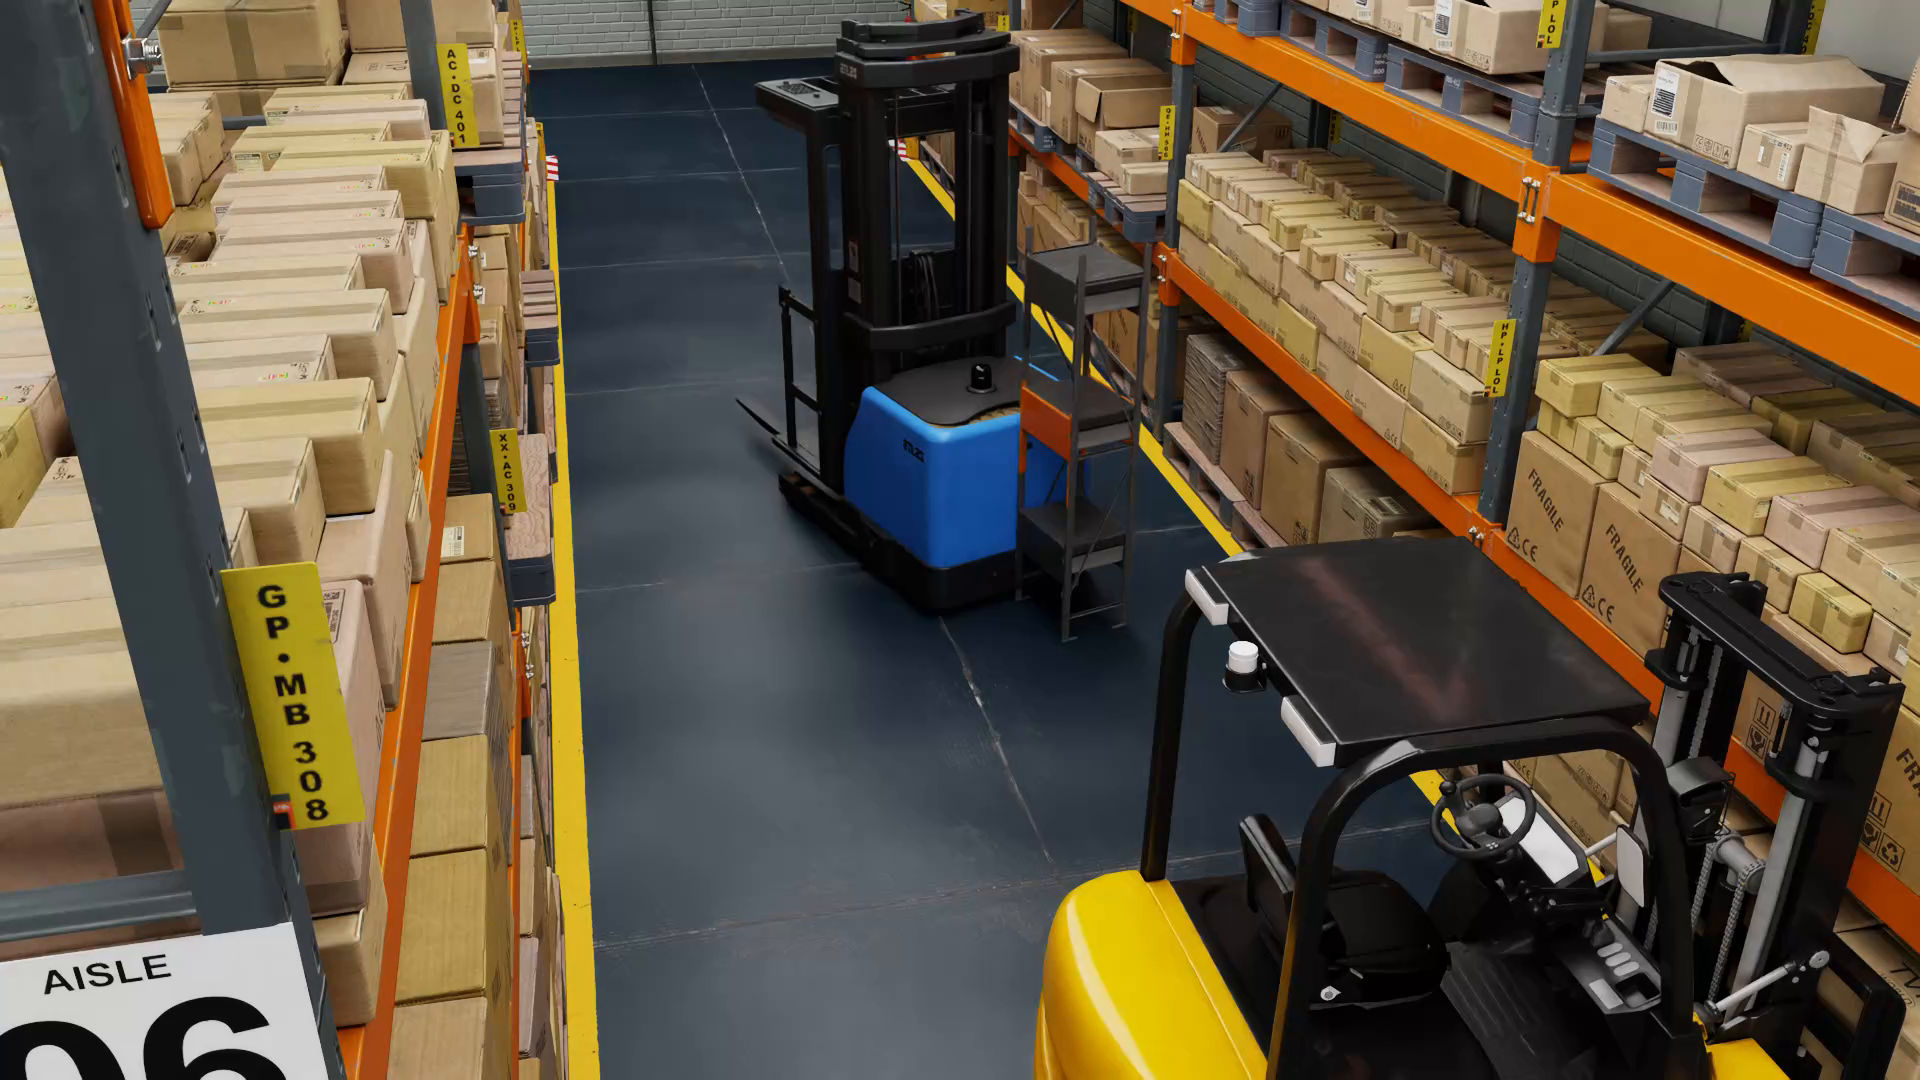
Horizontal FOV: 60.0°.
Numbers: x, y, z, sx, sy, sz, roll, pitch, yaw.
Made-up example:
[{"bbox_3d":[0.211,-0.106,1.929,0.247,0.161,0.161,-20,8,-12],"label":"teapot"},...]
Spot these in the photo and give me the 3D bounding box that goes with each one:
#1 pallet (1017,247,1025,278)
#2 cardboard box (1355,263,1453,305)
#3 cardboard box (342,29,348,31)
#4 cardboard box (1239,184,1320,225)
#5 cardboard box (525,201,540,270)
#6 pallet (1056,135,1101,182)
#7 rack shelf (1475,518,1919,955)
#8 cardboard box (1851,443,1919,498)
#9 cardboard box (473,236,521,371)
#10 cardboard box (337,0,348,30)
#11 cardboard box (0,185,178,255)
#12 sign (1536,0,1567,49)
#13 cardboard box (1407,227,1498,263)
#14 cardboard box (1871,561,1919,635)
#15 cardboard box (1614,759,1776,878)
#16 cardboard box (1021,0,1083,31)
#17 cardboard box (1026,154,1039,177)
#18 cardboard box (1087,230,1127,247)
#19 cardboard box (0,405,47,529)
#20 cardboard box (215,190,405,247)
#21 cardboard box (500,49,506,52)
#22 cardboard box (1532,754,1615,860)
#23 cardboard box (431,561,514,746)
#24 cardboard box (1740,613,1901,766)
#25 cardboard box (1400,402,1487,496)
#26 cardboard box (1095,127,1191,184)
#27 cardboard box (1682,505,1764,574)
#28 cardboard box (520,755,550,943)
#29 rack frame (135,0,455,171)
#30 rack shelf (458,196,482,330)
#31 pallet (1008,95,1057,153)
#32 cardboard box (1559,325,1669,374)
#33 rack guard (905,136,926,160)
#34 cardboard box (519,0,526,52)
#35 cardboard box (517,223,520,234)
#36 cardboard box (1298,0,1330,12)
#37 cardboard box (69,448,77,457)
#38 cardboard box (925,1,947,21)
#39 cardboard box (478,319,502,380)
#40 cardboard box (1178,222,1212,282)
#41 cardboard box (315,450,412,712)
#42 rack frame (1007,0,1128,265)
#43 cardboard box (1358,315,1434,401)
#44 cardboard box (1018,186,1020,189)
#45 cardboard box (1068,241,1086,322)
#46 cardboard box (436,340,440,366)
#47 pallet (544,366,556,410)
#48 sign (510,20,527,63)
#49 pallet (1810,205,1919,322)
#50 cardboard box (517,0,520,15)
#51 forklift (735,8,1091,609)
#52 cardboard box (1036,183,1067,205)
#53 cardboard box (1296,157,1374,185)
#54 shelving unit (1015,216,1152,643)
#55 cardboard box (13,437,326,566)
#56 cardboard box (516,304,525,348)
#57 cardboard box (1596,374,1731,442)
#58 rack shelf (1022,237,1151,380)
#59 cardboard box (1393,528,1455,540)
[{"bbox_3d":[1.109,-2.218,13.911,1.003,0.211,1.213,-6,27,-12],"label":"pallet"},{"bbox_3d":[2.132,-1.214,7.995,0.380,0.149,0.250,-7,28,-13],"label":"cardboard box"},{"bbox_3d":[-2.639,-1.947,6.649,0.500,0.250,0.500,-6,27,-11],"label":"cardboard box"},{"bbox_3d":[1.791,-1.884,9.323,0.380,0.149,0.250,-6,27,-11],"label":"cardboard box"},{"bbox_3d":[-3.518,-1.890,12.057,0.875,0.875,0.875,-5,27,-10],"label":"cardboard box"},{"bbox_3d":[1.347,-2.828,12.237,1.003,0.211,1.213,-6,27,-12],"label":"pallet"},{"bbox_3d":[3.142,0.895,5.447,1.077,0.370,4.000,-6,27,-12],"label":"rack shelf"},{"bbox_3d":[3.303,-0.213,5.683,0.380,0.149,0.250,-6,27,-12],"label":"cardboard box"},{"bbox_3d":[-2.308,-1.061,7.617,0.500,0.500,0.500,-7,28,-14],"label":"cardboard box"},{"bbox_3d":[-2.650,-2.169,6.534,0.500,0.250,0.500,-6,27,-11],"label":"cardboard box"},{"bbox_3d":[-2.115,-0.760,3.992,0.380,0.149,0.250,-7,28,-13],"label":"cardboard box"},{"bbox_3d":[2.165,-1.955,6.043,0.100,0.325,0.005,-6,27,-12],"label":"sign"},{"bbox_3d":[2.523,-1.489,8.540,0.380,0.149,0.250,-6,27,-11],"label":"cardboard box"},{"bbox_3d":[2.956,0.176,4.911,0.380,0.149,0.250,-6,27,-11],"label":"cardboard box"},{"bbox_3d":[2.724,0.976,5.963,0.500,0.250,0.500,-5,27,-10],"label":"cardboard box"},{"bbox_3d":[0.812,-4.898,15.129,0.500,0.500,0.500,-7,28,-13],"label":"cardboard box"},{"bbox_3d":[0.769,-3.132,13.884,0.380,0.149,0.250,-6,27,-12],"label":"cardboard box"},{"bbox_3d":[1.161,-2.198,12.363,0.380,0.149,0.250,-7,28,-14],"label":"cardboard box"},{"bbox_3d":[-1.709,-0.088,2.660,0.380,0.149,0.250,-6,27,-11],"label":"cardboard box"},{"bbox_3d":[-1.501,-0.702,3.877,0.380,0.149,0.250,-6,27,-11],"label":"cardboard box"},{"bbox_3d":[-3.251,-2.954,11.054,0.500,0.500,0.500,-6,27,-11],"label":"cardboard box"},{"bbox_3d":[2.615,0.977,6.516,0.500,0.250,0.500,-6,27,-12],"label":"cardboard box"},{"bbox_3d":[-1.678,0.419,5.150,0.500,0.500,0.500,-5,27,-10],"label":"cardboard box"},{"bbox_3d":[2.879,0.544,5.232,0.500,0.500,0.500,-6,27,-11],"label":"cardboard box"},{"bbox_3d":[2.323,-0.432,7.444,0.500,0.250,0.500,-5,27,-10],"label":"cardboard box"},{"bbox_3d":[1.237,-2.611,11.295,0.500,0.250,0.500,-7,28,-14],"label":"cardboard box"},{"bbox_3d":[2.694,-0.016,5.621,0.380,0.149,0.250,-6,27,-12],"label":"cardboard box"},{"bbox_3d":[-1.749,1.139,5.918,0.500,0.500,0.500,-6,27,-12],"label":"cardboard box"},{"bbox_3d":[-2.144,-2.477,4.671,1.000,3.000,0.127,-6,27,-12],"label":"rack frame"},{"bbox_3d":[-2.594,-1.695,7.248,1.077,0.370,4.000,-6,27,-12],"label":"rack shelf"},{"bbox_3d":[0.962,-3.369,13.309,1.003,0.211,1.213,-6,27,-12],"label":"pallet"},{"bbox_3d":[2.821,-0.815,7.204,0.380,0.149,0.250,-7,28,-13],"label":"cardboard box"},{"bbox_3d":[0.004,-4.423,17.958,1.175,0.500,0.348,-6,27,-12],"label":"rack guard"},{"bbox_3d":[-4.481,-4.927,16.071,0.500,0.500,0.500,-6,27,-11],"label":"cardboard box"},{"bbox_3d":[-3.156,-2.183,10.912,0.500,0.250,0.500,-5,27,-10],"label":"cardboard box"},{"bbox_3d":[1.945,-2.887,8.123,0.500,0.500,0.500,-5,27,-10],"label":"cardboard box"},{"bbox_3d":[-1.854,-0.093,3.113,0.500,0.250,0.500,-5,27,-10],"label":"cardboard box"},{"bbox_3d":[-0.059,-5.190,16.541,0.500,0.250,0.500,-6,27,-11],"label":"cardboard box"},{"bbox_3d":[-1.905,-0.696,6.172,0.380,0.149,0.250,-6,27,-12],"label":"cardboard box"},{"bbox_3d":[1.652,-1.774,10.102,0.500,0.250,0.500,-6,27,-11],"label":"cardboard box"},{"bbox_3d":[-1.200,0.082,2.765,0.500,0.250,0.500,-6,27,-12],"label":"cardboard box"},{"bbox_3d":[0.889,-3.816,13.982,1.000,3.000,0.127,-6,27,-12],"label":"rack frame"},{"bbox_3d":[2.209,-0.875,7.767,0.500,0.250,0.500,-7,28,-13],"label":"cardboard box"},{"bbox_3d":[0.397,-3.155,15.240,0.396,0.266,0.258,-5,27,-10],"label":"cardboard box"},{"bbox_3d":[1.127,-1.972,12.636,0.500,0.500,0.500,-7,28,-13],"label":"cardboard box"},{"bbox_3d":[-1.557,-0.465,4.292,0.380,0.149,0.250,-5,27,-10],"label":"cardboard box"},{"bbox_3d":[-3.421,-1.198,11.890,1.003,0.211,1.213,-6,27,-12],"label":"pallet"},{"bbox_3d":[-3.420,-3.852,12.855,0.100,0.325,0.005,-6,27,-12],"label":"sign"},{"bbox_3d":[3.180,-0.698,4.573,1.003,0.211,1.213,-6,27,-12],"label":"pallet"},{"bbox_3d":[-4.361,-5.144,15.392,0.500,0.500,0.500,-6,27,-11],"label":"cardboard box"},{"bbox_3d":[-0.455,-1.568,9.603,1.130,2.935,3.031,-15,30,-27],"label":"forklift"},{"bbox_3d":[0.848,-2.879,13.714,0.380,0.149,0.250,-7,28,-13],"label":"cardboard box"},{"bbox_3d":[2.228,-2.169,9.887,0.380,0.149,0.250,-5,27,-10],"label":"cardboard box"},{"bbox_3d":[0.604,-0.535,8.467,0.431,2.100,0.503,-14,31,-25],"label":"shelving unit"},{"bbox_3d":[-1.192,-0.027,2.540,0.380,0.149,0.250,-6,27,-12],"label":"cardboard box"},{"bbox_3d":[-2.386,-1.063,8.340,0.380,0.149,0.250,-5,27,-11],"label":"cardboard box"},{"bbox_3d":[2.639,-0.497,6.246,0.380,0.149,0.250,-6,27,-11],"label":"cardboard box"},{"bbox_3d":[0.611,-1.141,8.147,0.431,0.518,0.480,-14,31,-25],"label":"rack shelf"},{"bbox_3d":[2.563,0.340,7.916,0.875,0.625,0.625,-5,27,-9],"label":"cardboard box"}]
